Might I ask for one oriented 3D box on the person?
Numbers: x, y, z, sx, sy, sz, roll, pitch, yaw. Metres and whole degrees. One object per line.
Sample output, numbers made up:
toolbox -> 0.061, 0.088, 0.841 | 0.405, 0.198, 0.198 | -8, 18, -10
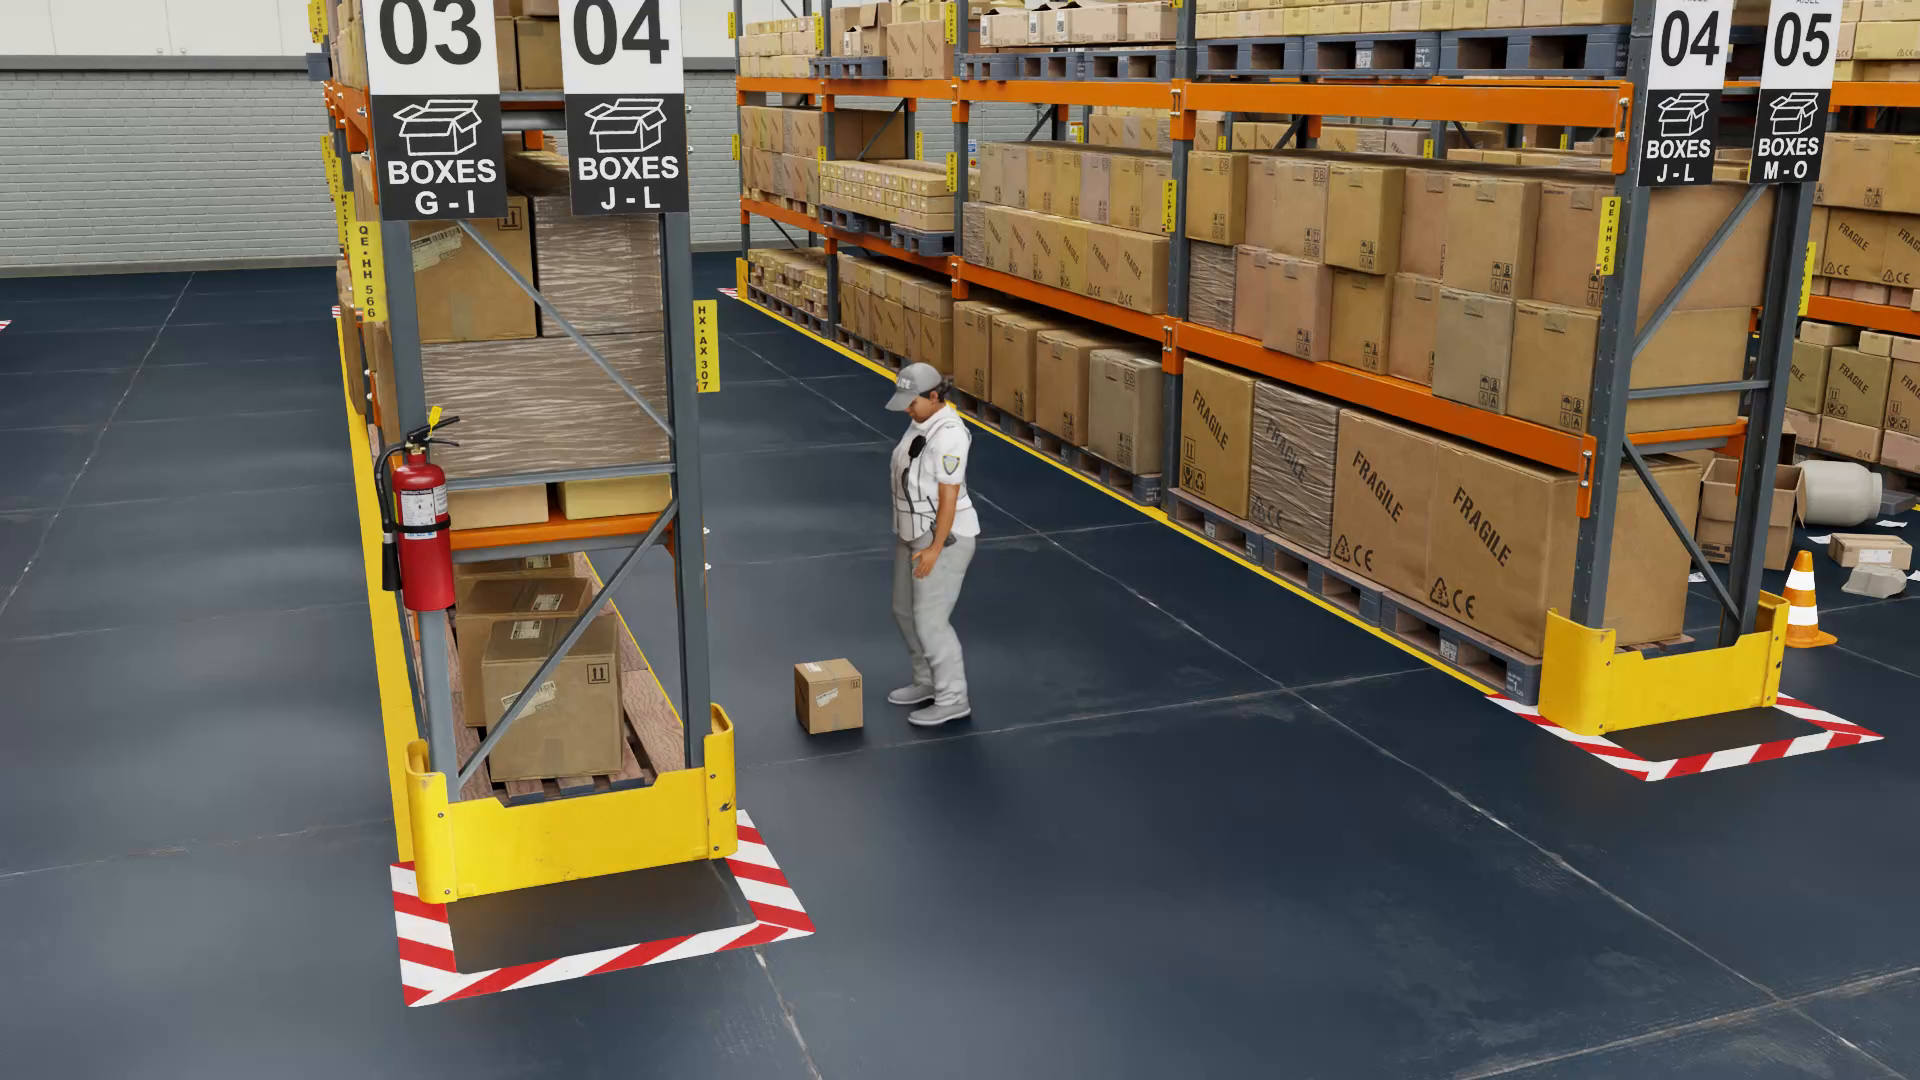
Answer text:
person -> -0.131, 0.011, 7.540 | 0.419, 1.646, 0.480 | -6, 17, -19
